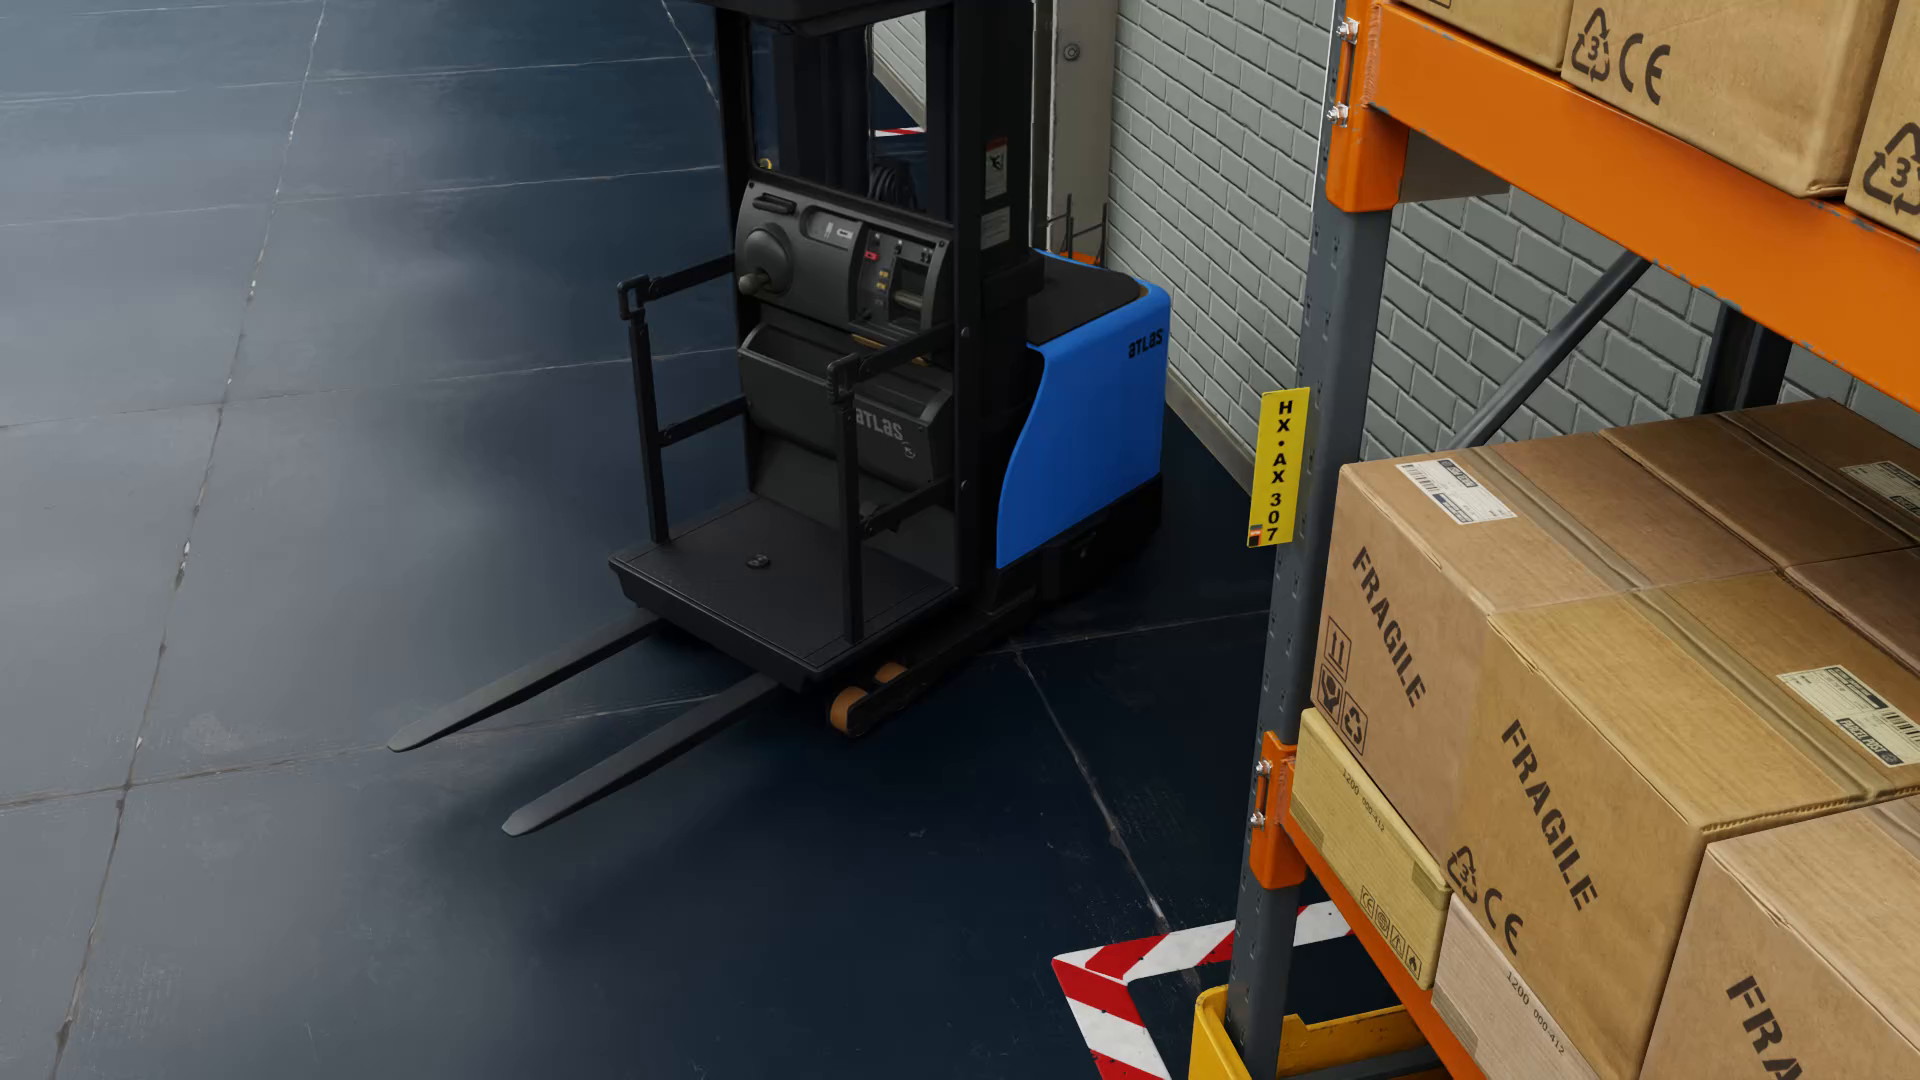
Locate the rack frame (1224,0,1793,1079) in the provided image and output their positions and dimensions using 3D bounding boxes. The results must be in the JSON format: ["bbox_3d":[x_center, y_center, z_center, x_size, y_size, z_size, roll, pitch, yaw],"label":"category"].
[{"bbox_3d":[1.123,0.169,3.463,1.000,3.000,0.127,-8,31,-13],"label":"rack frame"}]

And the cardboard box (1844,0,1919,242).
[{"bbox_3d":[1.220,-0.472,1.457,0.500,0.500,0.500,-6,31,-11],"label":"cardboard box"}]

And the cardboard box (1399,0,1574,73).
[{"bbox_3d":[0.971,-0.986,2.345,0.500,0.500,0.500,-7,31,-12],"label":"cardboard box"}]

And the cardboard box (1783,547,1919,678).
[{"bbox_3d":[1.577,0.345,2.541,0.500,0.500,0.500,-7,31,-13],"label":"cardboard box"}]

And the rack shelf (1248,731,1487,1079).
[{"bbox_3d":[1.654,1.446,1.975,1.077,0.370,4.000,-8,31,-13],"label":"rack shelf"}]

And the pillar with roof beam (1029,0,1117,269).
[{"bbox_3d":[-3.600,-4.530,5.593,9.100,9.000,0.400,-8,31,-13],"label":"pillar with roof beam"}]

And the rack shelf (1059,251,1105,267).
[{"bbox_3d":[0.442,-1.096,6.814,0.180,0.103,0.258,24,37,35],"label":"rack shelf"}]

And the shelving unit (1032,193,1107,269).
[{"bbox_3d":[0.441,-0.822,6.971,0.189,1.200,0.258,24,37,35],"label":"shelving unit"}]

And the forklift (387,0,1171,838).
[{"bbox_3d":[-0.543,-0.893,5.367,1.130,2.935,3.031,24,38,35],"label":"forklift"}]

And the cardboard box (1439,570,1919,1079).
[{"bbox_3d":[1.081,0.411,2.426,0.500,0.500,0.500,-8,31,-13],"label":"cardboard box"}]

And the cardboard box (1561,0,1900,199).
[{"bbox_3d":[1.079,-0.722,1.889,0.500,0.500,0.500,-6,31,-10],"label":"cardboard box"}]

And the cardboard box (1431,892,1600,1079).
[{"bbox_3d":[1.098,0.752,2.586,0.500,0.250,0.500,-9,31,-15],"label":"cardboard box"}]

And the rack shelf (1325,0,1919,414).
[{"bbox_3d":[1.654,0.148,1.223,1.077,0.370,4.000,-8,31,-13],"label":"rack shelf"}]

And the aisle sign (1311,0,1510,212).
[{"bbox_3d":[0.815,-0.951,2.803,0.394,0.787,0.004,-8,31,-13],"label":"aisle sign"}]

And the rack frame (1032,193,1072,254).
[{"bbox_3d":[0.372,-0.853,7.023,0.006,1.200,0.240,24,37,35],"label":"rack frame"}]

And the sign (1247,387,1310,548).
[{"bbox_3d":[0.600,-0.133,3.122,0.100,0.325,0.005,-8,31,-13],"label":"sign"}]

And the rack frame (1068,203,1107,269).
[{"bbox_3d":[0.509,-0.792,6.918,0.006,1.200,0.240,24,37,35],"label":"rack frame"}]

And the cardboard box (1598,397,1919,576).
[{"bbox_3d":[1.453,0.100,2.964,0.500,0.500,0.500,-8,31,-14],"label":"cardboard box"}]

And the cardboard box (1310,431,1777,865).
[{"bbox_3d":[0.960,0.171,2.841,0.500,0.500,0.500,-8,31,-13],"label":"cardboard box"}]
